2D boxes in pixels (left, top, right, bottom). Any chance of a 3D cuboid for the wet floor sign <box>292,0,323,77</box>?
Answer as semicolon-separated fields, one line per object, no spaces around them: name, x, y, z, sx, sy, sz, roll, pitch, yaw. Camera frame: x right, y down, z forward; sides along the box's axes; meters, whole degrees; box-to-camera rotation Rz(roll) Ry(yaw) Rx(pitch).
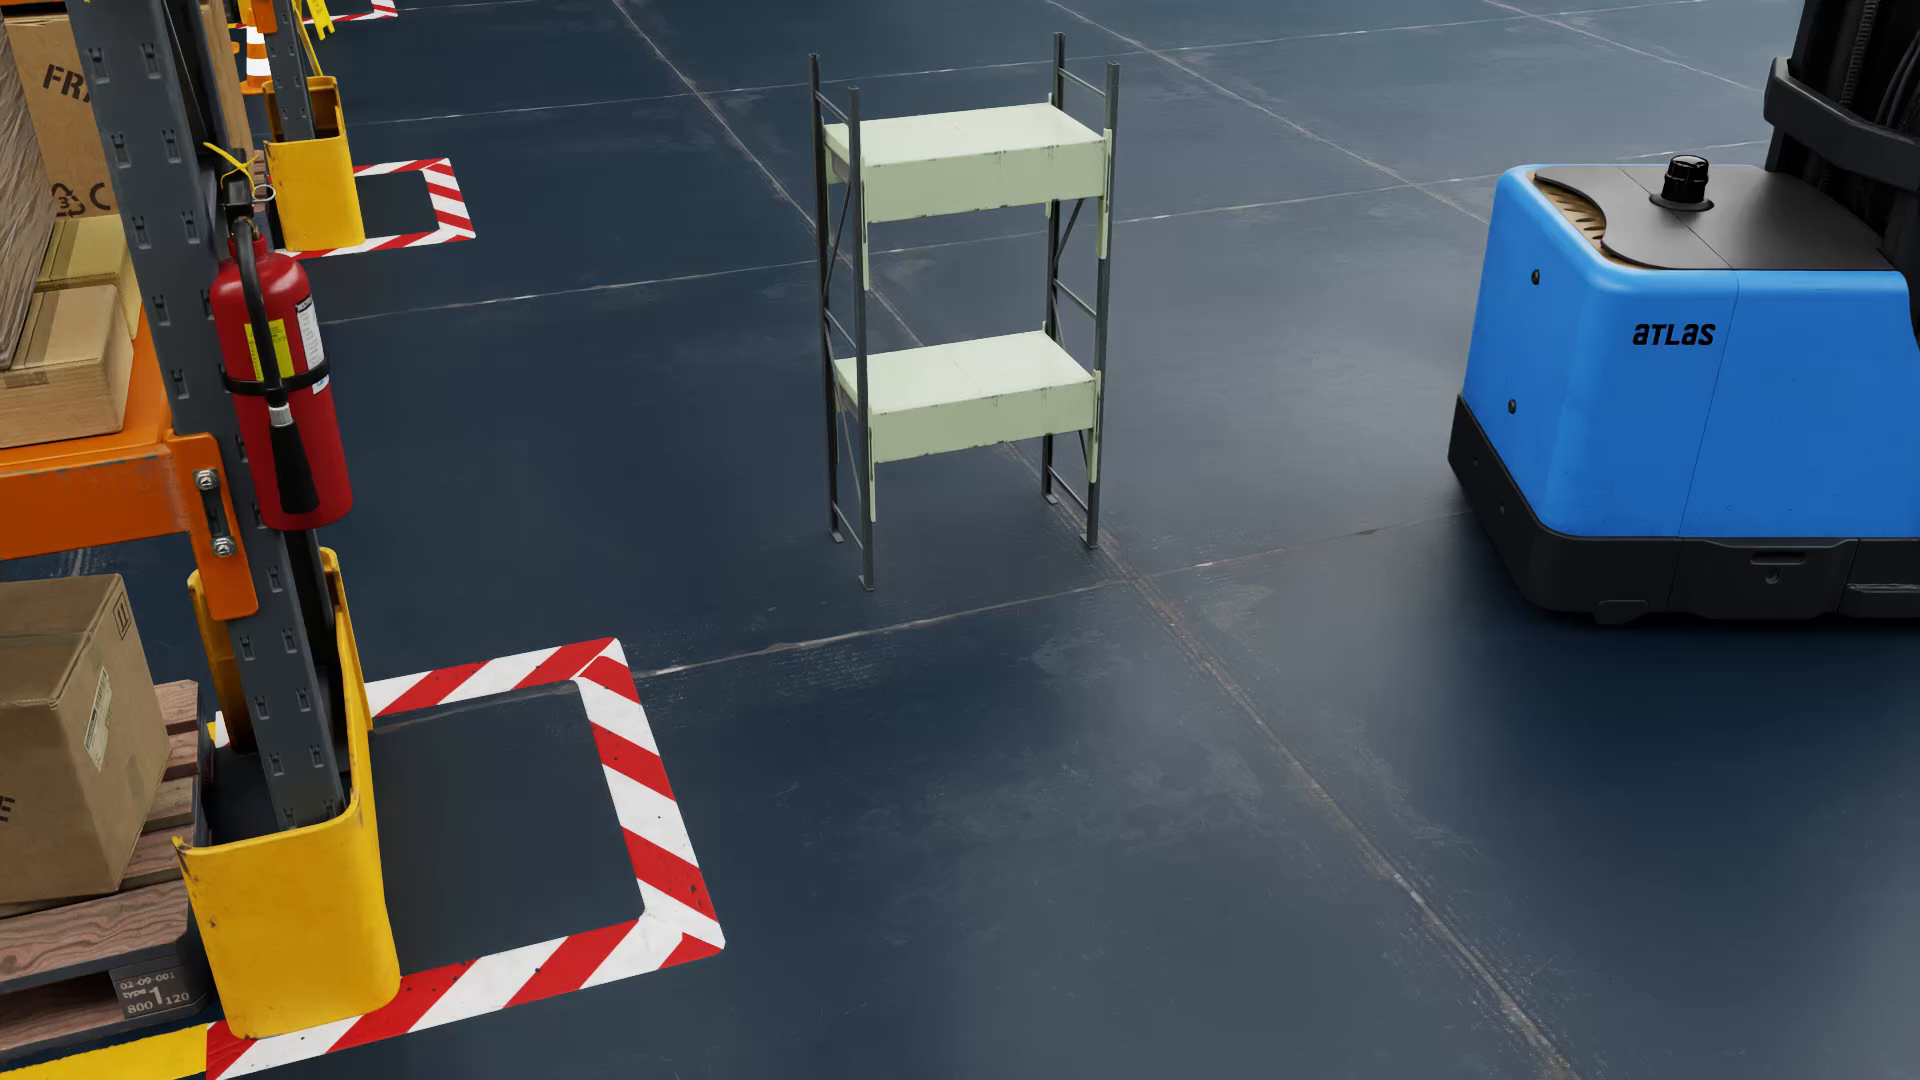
wet floor sign;-3.774;-2.793;9.501;0.232;0.644;0.267;-16;33;-26

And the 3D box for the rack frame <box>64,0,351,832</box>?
rack frame;-1.476;-0.574;3.227;0.127;3.000;1.000;-10;31;-18

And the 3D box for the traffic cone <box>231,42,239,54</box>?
traffic cone;-4.884;-3.397;10.745;0.334;0.463;0.336;-10;31;-18

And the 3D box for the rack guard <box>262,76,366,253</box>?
rack guard;-3.088;-1.811;7.923;0.348;0.500;1.175;-10;31;-18

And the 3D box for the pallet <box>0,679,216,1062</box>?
pallet;-2.320;0.775;3.677;1.213;0.211;1.003;-10;31;-18

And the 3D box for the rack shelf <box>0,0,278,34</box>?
rack shelf;-4.985;-2.235;6.869;4.000;0.370;1.077;-10;31;-18

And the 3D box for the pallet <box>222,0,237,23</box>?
pallet;-5.776;-3.823;11.747;1.213;0.211;1.003;-10;31;-18

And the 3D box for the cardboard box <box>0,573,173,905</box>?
cardboard box;-2.067;0.430;3.566;0.500;0.500;0.500;-5;30;-8

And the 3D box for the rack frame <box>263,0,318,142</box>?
rack frame;-3.110;-2.893;7.297;0.127;3.000;1.000;-10;31;-18

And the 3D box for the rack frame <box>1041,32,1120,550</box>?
rack frame;0.349;-0.716;4.992;0.023;1.500;0.400;-10;31;-18

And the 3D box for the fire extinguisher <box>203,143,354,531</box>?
fire extinguisher;-1.208;-0.346;2.906;0.183;0.674;0.296;-10;31;-18

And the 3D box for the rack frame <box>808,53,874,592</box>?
rack frame;-0.337;-0.590;4.770;0.023;1.500;0.400;-10;31;-18

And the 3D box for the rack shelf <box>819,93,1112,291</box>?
rack shelf;0.006;-0.992;4.688;0.720;0.370;0.431;-10;31;-18

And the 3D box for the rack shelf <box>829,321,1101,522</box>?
rack shelf;0.006;-0.370;5.042;0.720;0.370;0.431;-10;31;-18

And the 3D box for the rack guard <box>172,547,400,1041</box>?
rack guard;-1.547;0.525;3.823;0.348;0.500;1.175;-10;31;-18

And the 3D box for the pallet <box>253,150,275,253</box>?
pallet;-3.832;-1.507;7.681;1.213;0.211;1.003;-10;31;-18

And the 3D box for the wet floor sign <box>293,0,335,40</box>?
wet floor sign;-4.380;-3.685;11.066;0.232;0.644;0.267;0;30;0

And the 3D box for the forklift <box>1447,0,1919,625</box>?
forklift;3.147;-1.262;4.505;3.031;2.935;1.130;0;30;0

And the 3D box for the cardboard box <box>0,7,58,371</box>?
cardboard box;-2.001;-0.664;2.984;0.500;0.500;0.875;-10;31;-18

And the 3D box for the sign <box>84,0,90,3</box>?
sign;-1.301;-0.953;2.404;0.005;0.325;0.100;-10;31;-18

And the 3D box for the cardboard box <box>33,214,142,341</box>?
cardboard box;-1.826;-0.526;3.397;0.250;0.149;0.380;-10;31;-18

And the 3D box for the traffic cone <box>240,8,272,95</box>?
traffic cone;-4.179;-2.940;9.944;0.334;0.463;0.336;-10;31;-18

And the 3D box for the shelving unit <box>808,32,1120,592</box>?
shelving unit;0.006;-0.653;4.881;0.755;1.500;0.431;-10;31;-18

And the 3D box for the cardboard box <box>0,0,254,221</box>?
cardboard box;-3.723;-2.004;7.460;0.875;0.875;0.875;-10;31;-17

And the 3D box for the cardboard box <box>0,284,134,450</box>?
cardboard box;-1.671;-0.320;3.035;0.250;0.149;0.380;-10;31;-18

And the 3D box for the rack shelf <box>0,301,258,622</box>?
rack shelf;-3.350;0.084;2.799;4.000;0.370;1.077;-10;31;-18

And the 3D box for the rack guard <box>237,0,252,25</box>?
rack guard;-5.002;-4.072;11.893;0.348;0.500;1.175;-10;31;-18
